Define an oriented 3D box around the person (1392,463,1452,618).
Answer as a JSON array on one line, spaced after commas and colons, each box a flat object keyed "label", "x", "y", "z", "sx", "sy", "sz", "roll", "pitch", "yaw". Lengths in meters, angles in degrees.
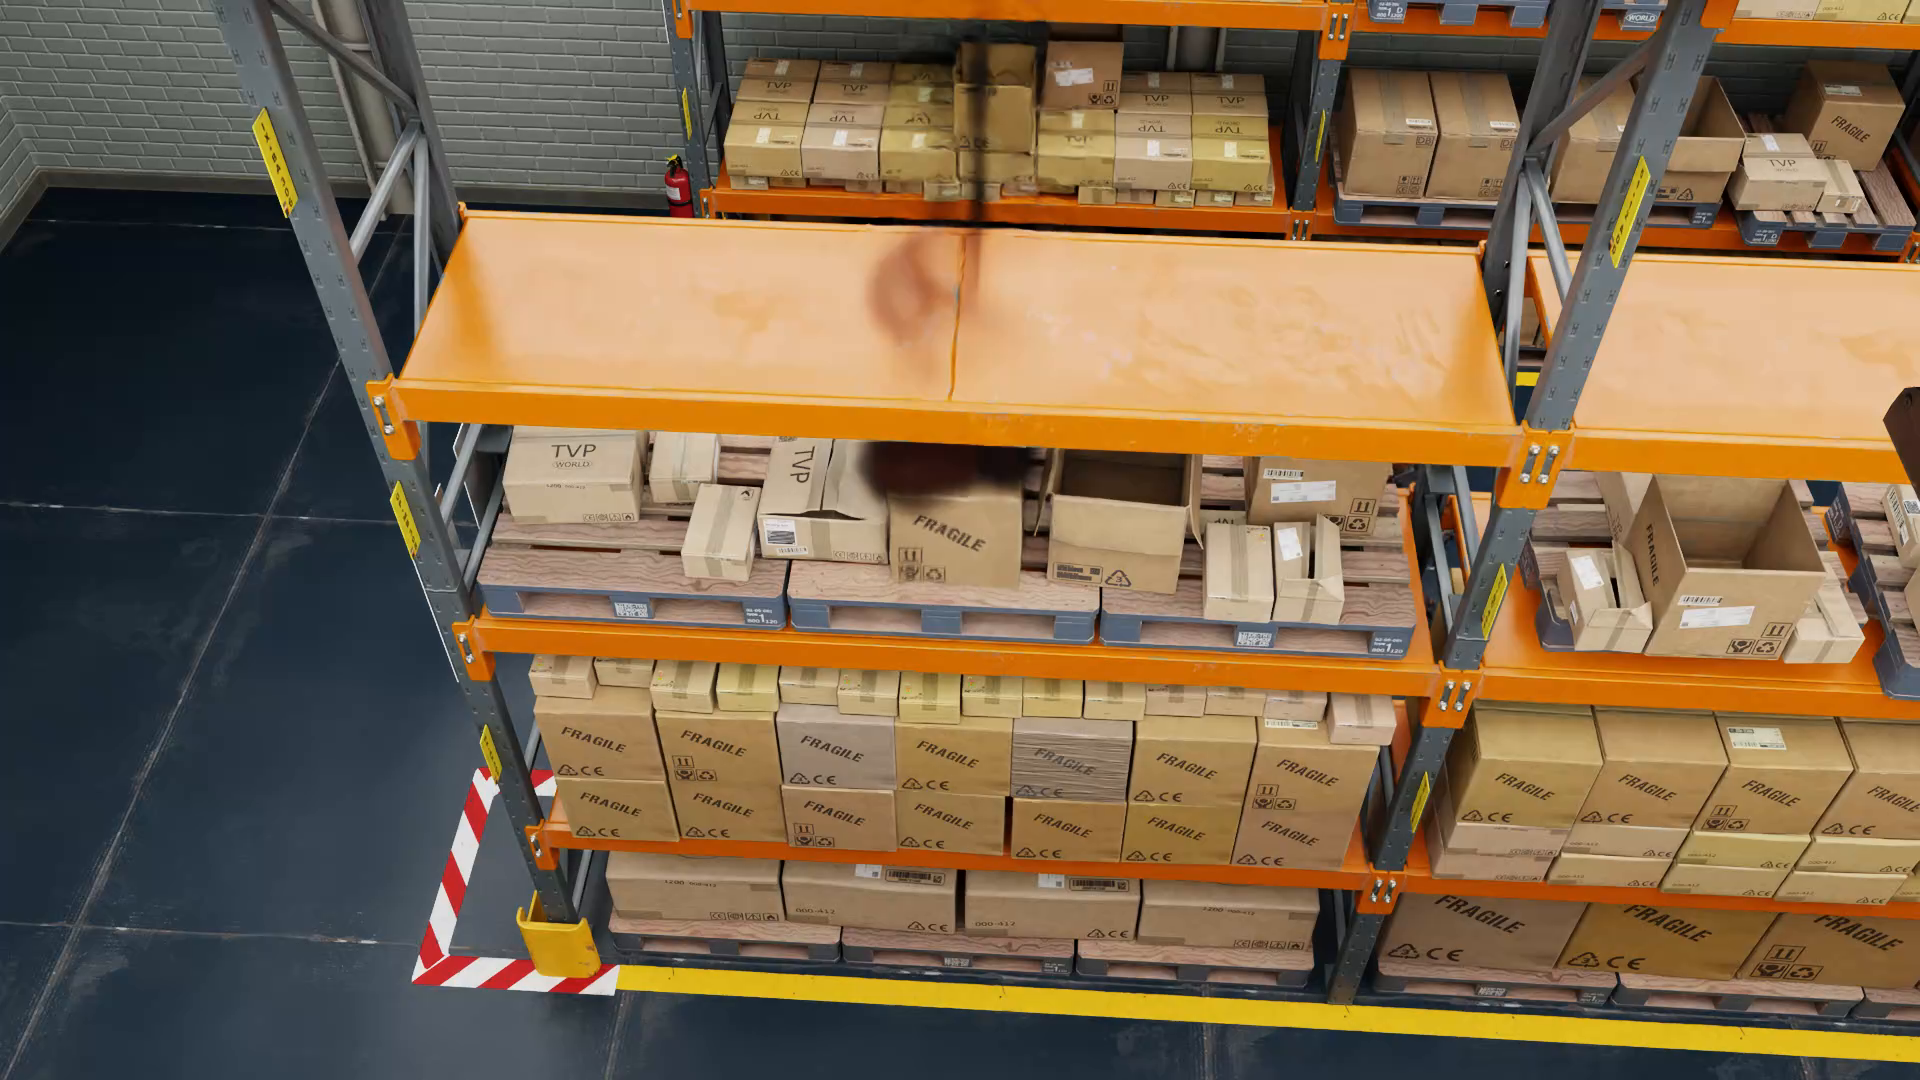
[{"label": "person", "x": 2.443, "y": 0.040, "z": 9.555, "sx": 0.876, "sy": 1.757, "sz": 0.660, "roll": 1, "pitch": 48, "yaw": 1}]
